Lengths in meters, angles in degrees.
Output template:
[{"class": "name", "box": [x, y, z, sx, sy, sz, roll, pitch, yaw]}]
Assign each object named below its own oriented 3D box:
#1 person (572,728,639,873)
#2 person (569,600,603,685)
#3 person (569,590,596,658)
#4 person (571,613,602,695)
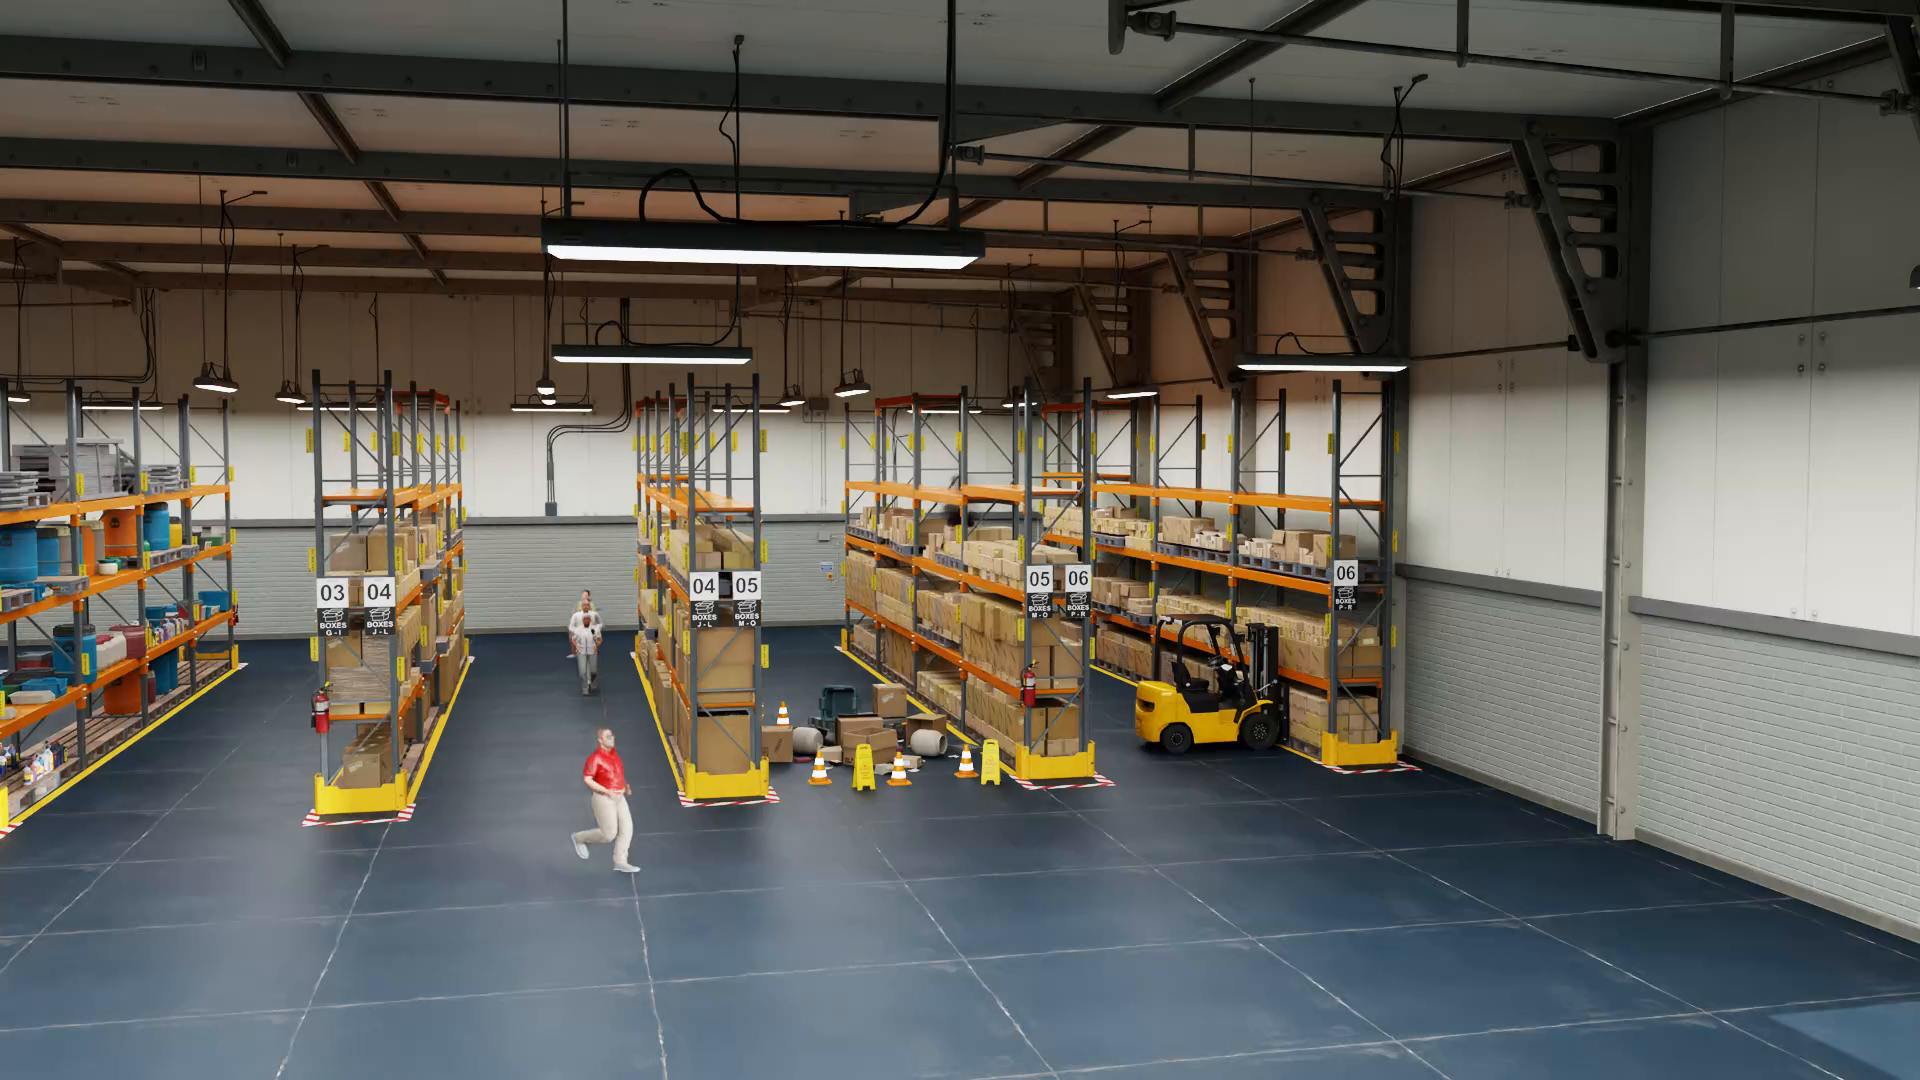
[{"class": "person", "box": [-4.128, 3.041, 19.490, 0.829, 1.686, 0.677, 1, 4, 22]}, {"class": "person", "box": [-7.813, 2.121, 34.796, 0.708, 1.748, 0.875, -1, 3, -19]}, {"class": "person", "box": [-8.861, 1.963, 38.925, 0.647, 1.607, 0.517, 2, 4, 25]}, {"class": "person", "box": [-7.468, 2.273, 33.279, 0.604, 1.617, 0.536, -1, 3, -11]}]
